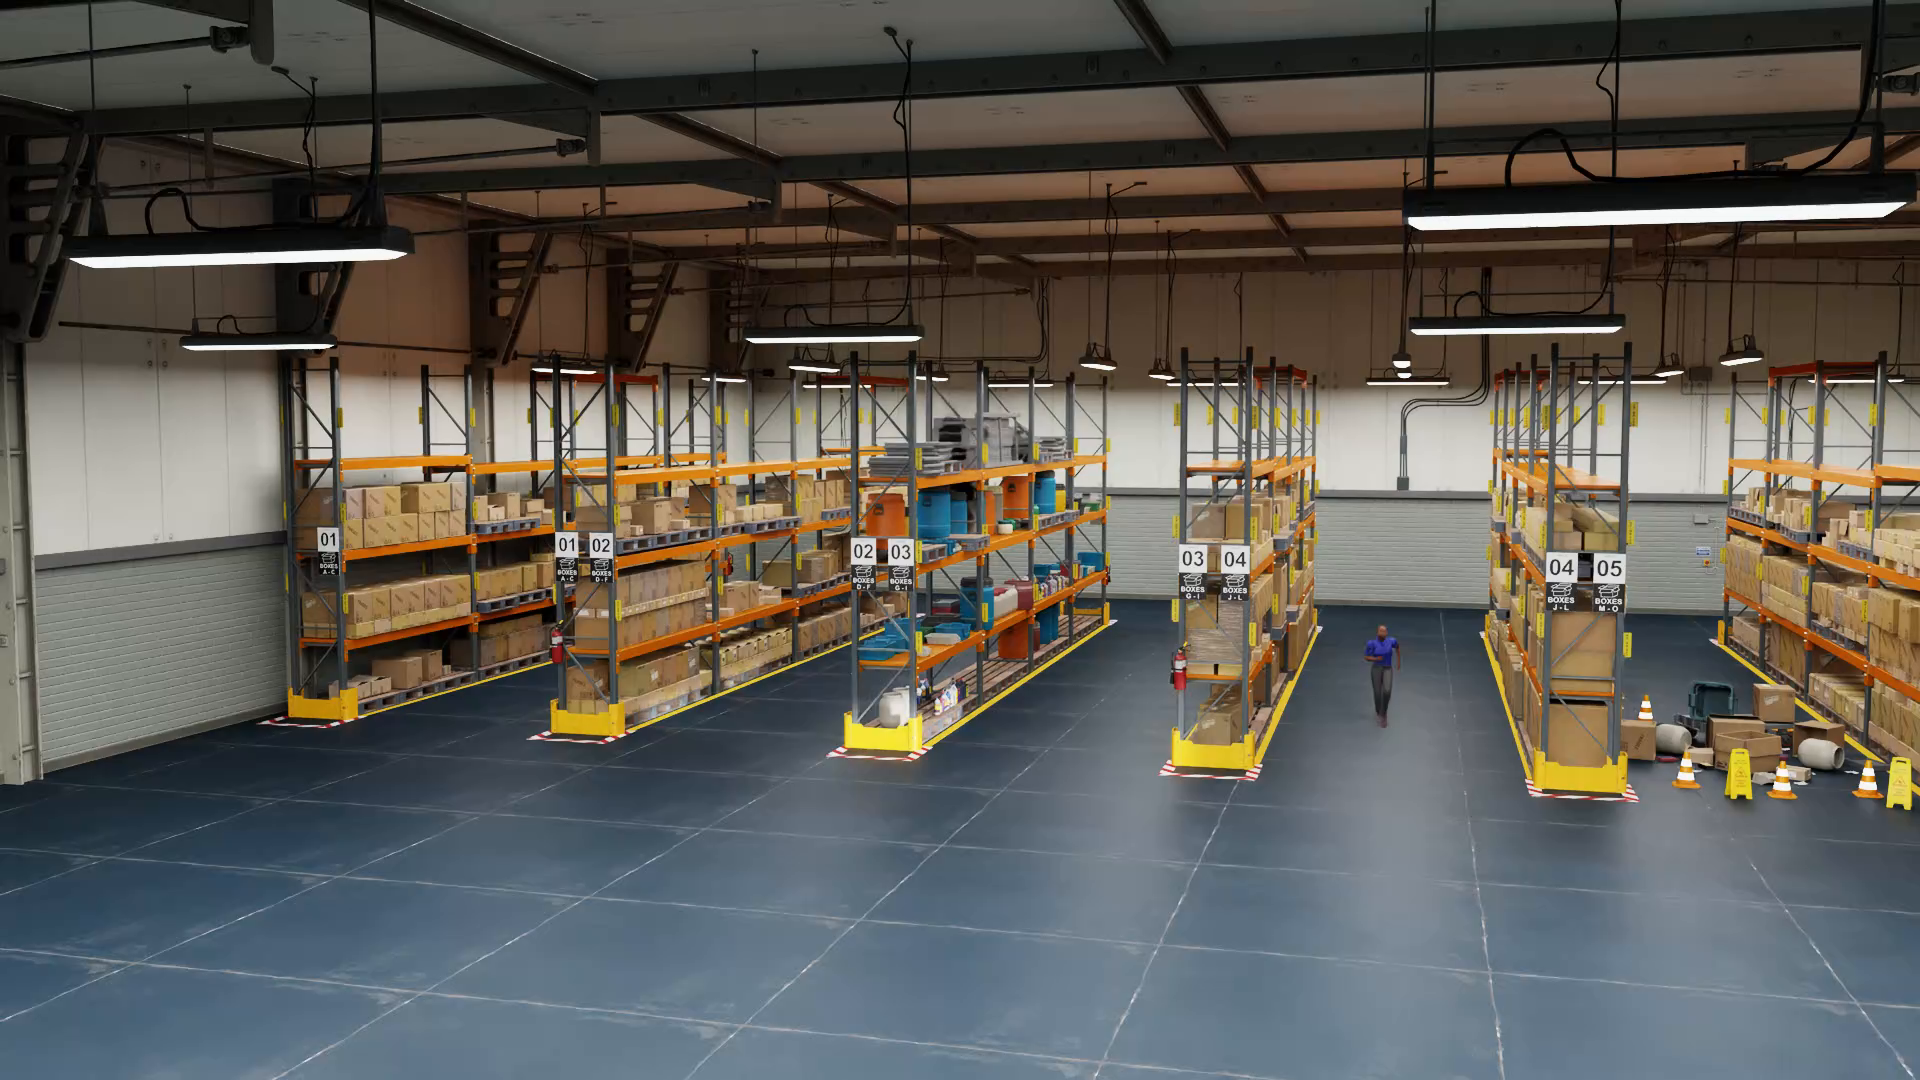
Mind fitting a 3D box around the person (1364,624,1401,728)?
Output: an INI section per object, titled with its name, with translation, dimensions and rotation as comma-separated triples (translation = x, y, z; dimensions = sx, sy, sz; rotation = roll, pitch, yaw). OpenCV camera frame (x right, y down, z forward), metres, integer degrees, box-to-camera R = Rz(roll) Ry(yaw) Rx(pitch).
[person]
translation = 6.892, 2.196, 27.146
dimensions = 0.599, 1.681, 0.829
rotation = 1, 4, 9
